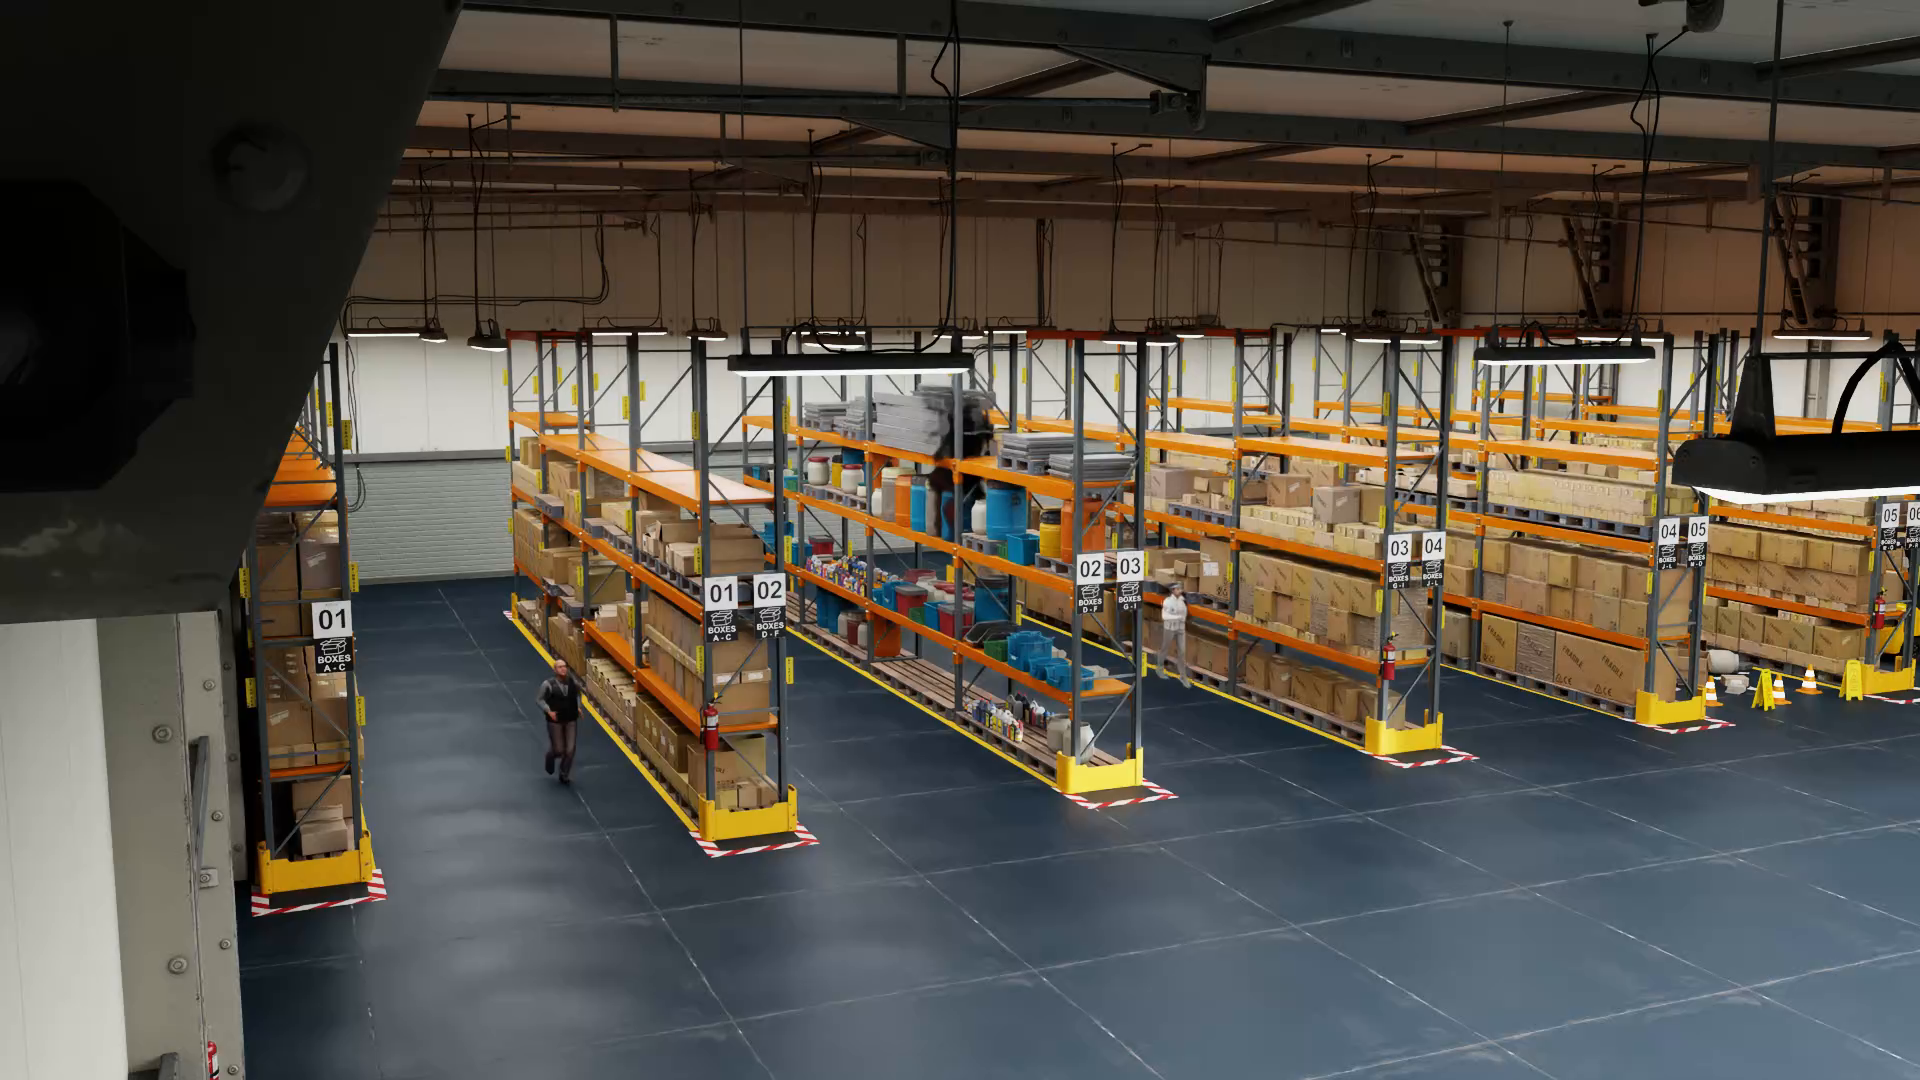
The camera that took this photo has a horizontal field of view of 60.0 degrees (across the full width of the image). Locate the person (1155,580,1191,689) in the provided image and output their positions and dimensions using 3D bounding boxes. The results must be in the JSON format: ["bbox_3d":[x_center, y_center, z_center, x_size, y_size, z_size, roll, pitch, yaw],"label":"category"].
[{"bbox_3d":[3.511,1.514,27.213,0.557,1.765,0.780,-4,9,-28],"label":"person"}]

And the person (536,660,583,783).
[{"bbox_3d":[-5.398,2.446,22.530,0.647,1.675,0.580,-5,9,-34],"label":"person"}]
